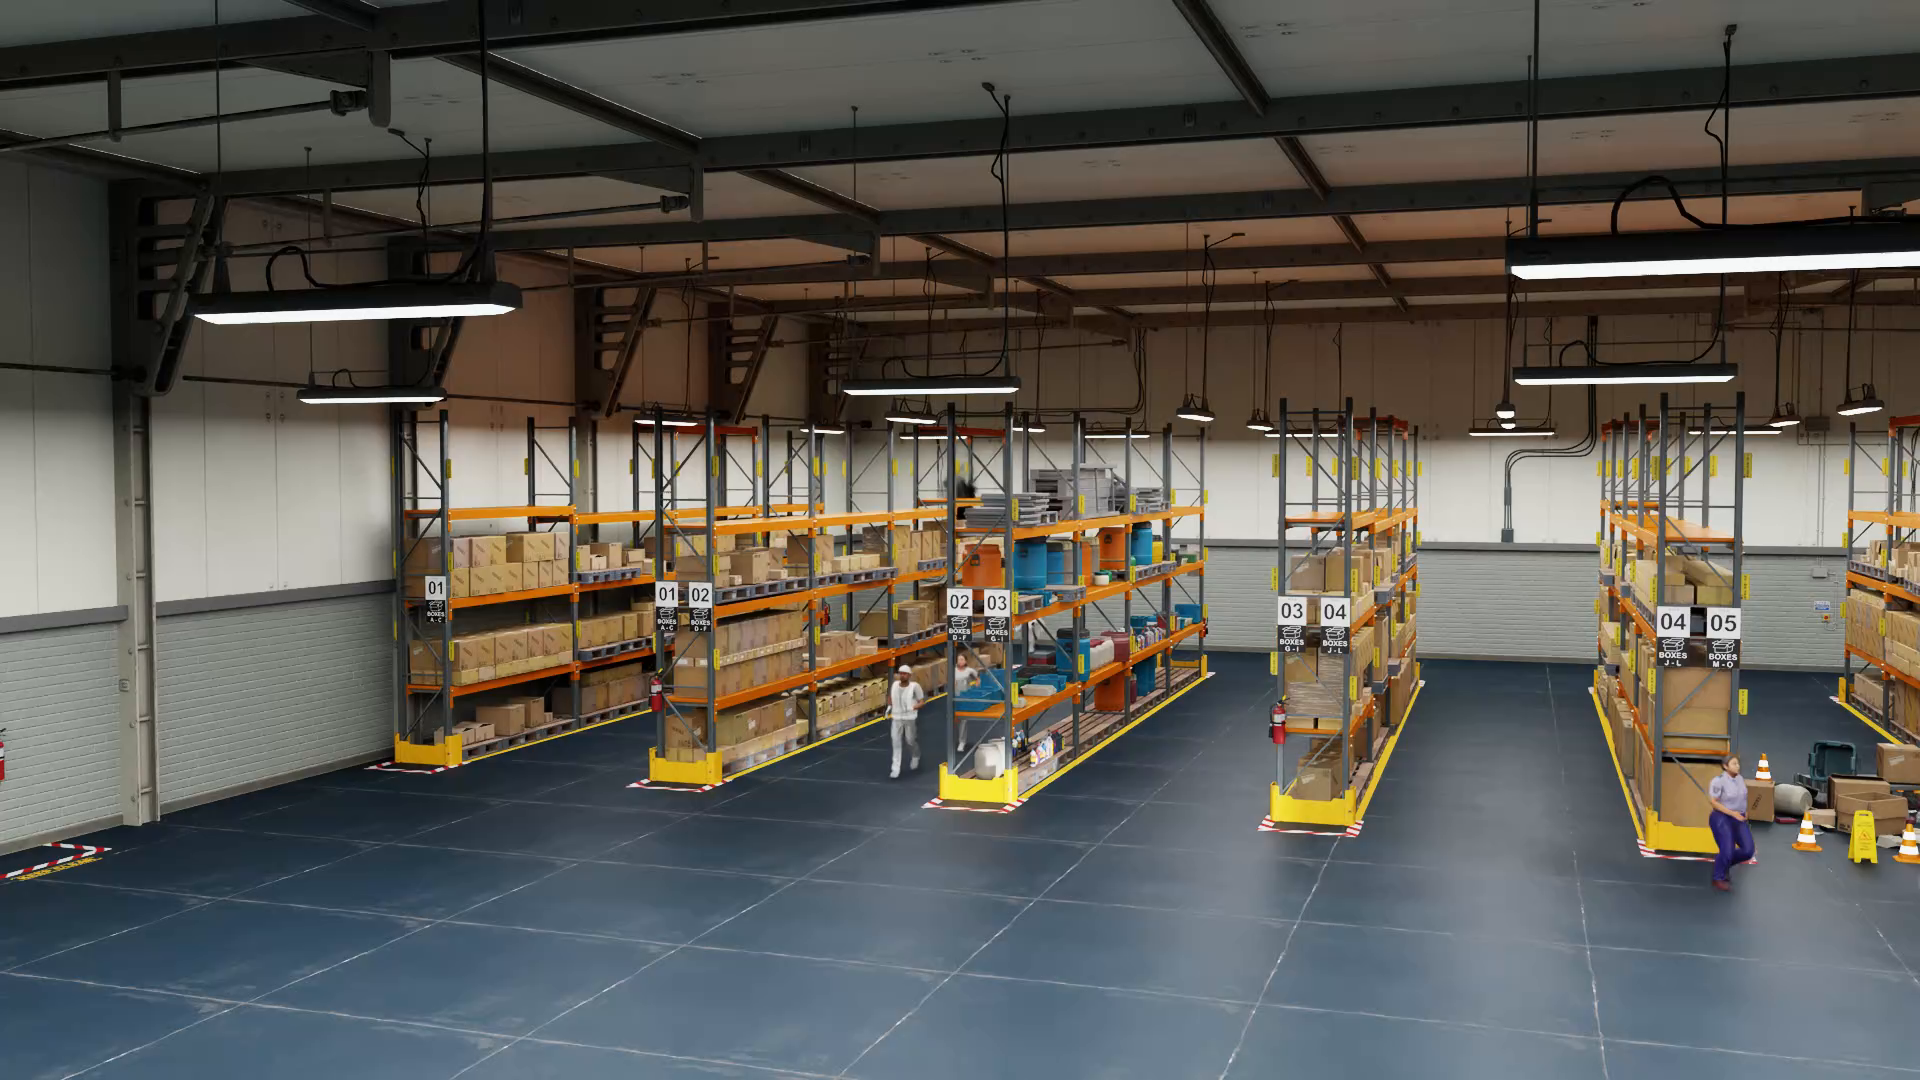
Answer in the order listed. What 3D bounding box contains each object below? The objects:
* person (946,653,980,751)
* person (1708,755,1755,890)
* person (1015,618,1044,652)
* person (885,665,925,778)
[{"bbox_3d":[0.040,2.869,29.766,0.551,1.691,0.908,1,3,15],"label":"person"},{"bbox_3d":[9.182,3.397,19.749,0.639,1.516,0.536,-1,3,-23],"label":"person"},{"bbox_3d":[1.550,2.301,37.497,0.597,1.669,0.817,1,3,17],"label":"person"},{"bbox_3d":[-0.901,2.925,27.120,0.696,1.779,0.972,1,3,17],"label":"person"}]
